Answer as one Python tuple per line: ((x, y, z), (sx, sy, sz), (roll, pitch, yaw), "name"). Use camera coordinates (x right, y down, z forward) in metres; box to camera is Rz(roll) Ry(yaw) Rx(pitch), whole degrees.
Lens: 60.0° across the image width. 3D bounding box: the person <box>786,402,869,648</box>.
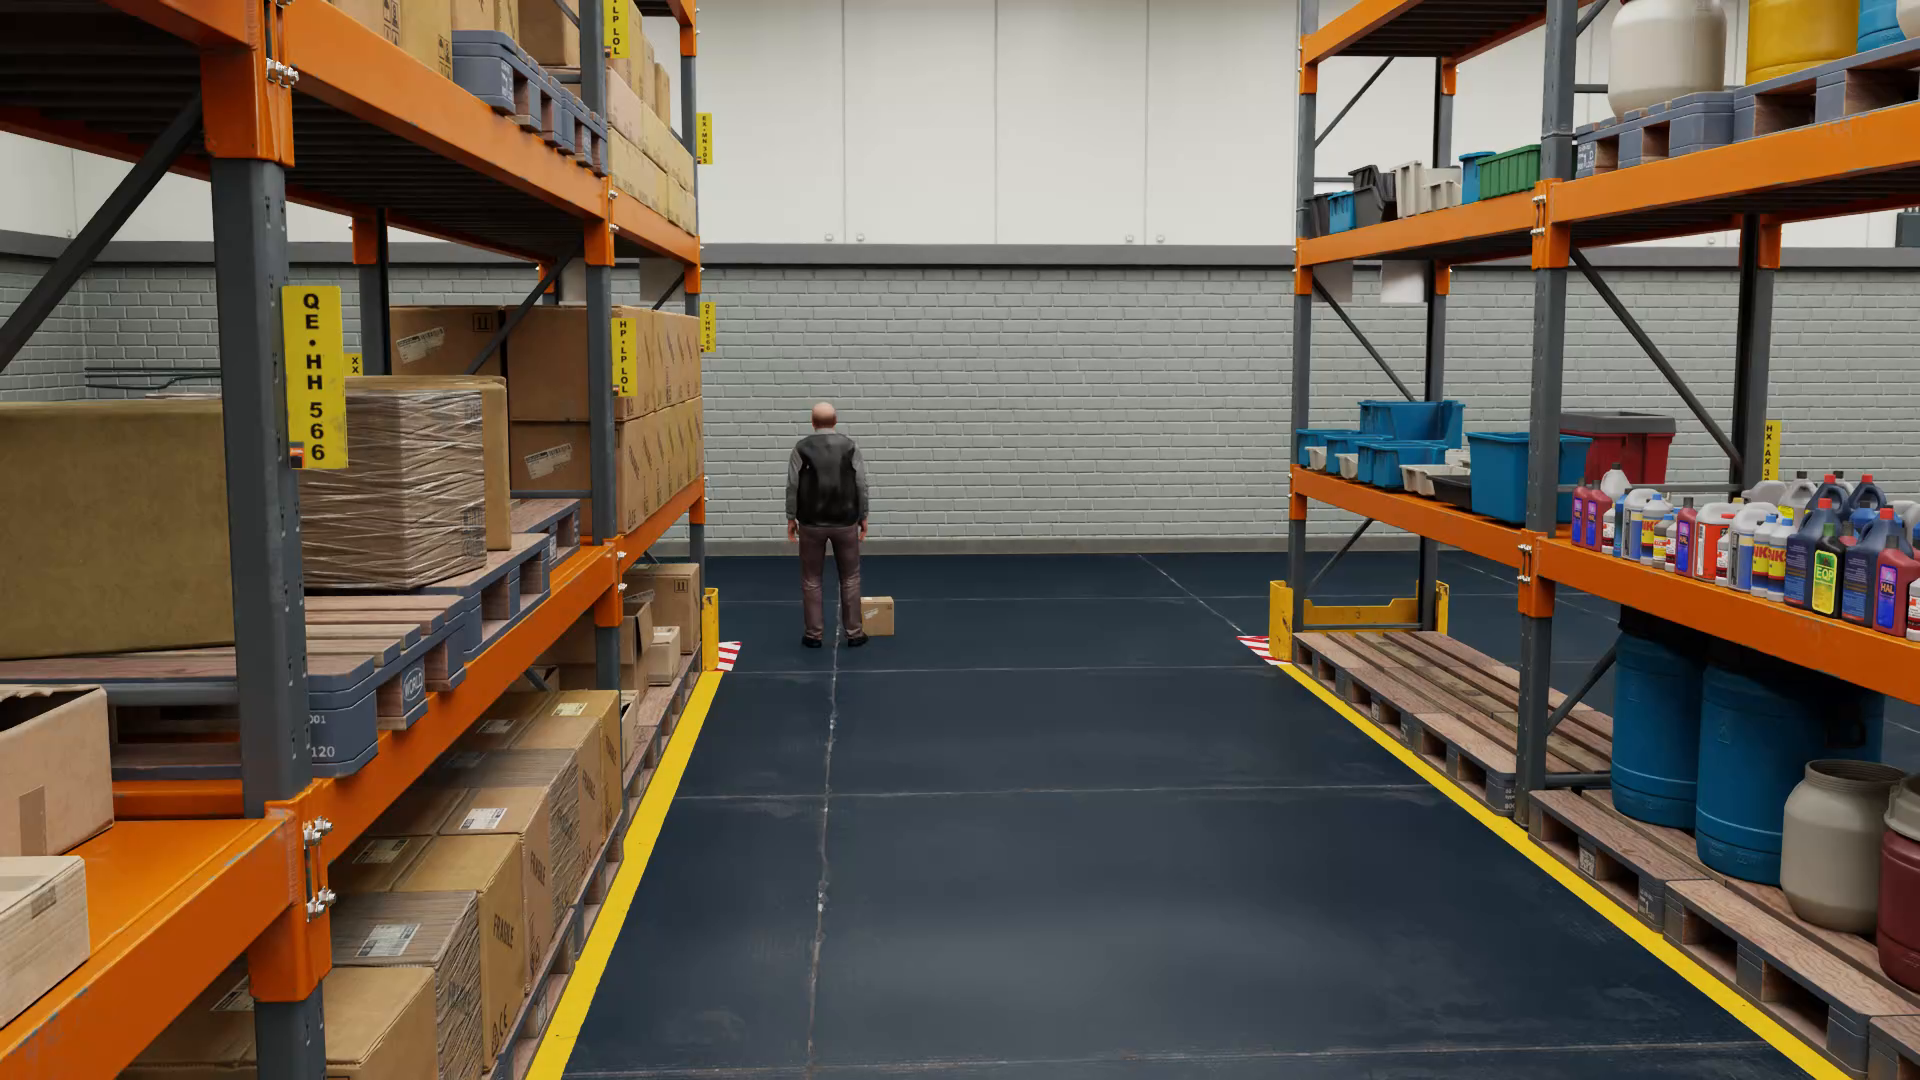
((-0.932, -0.106, 11.729), (0.588, 1.721, 0.411), (-1, 7, -7), "person")
